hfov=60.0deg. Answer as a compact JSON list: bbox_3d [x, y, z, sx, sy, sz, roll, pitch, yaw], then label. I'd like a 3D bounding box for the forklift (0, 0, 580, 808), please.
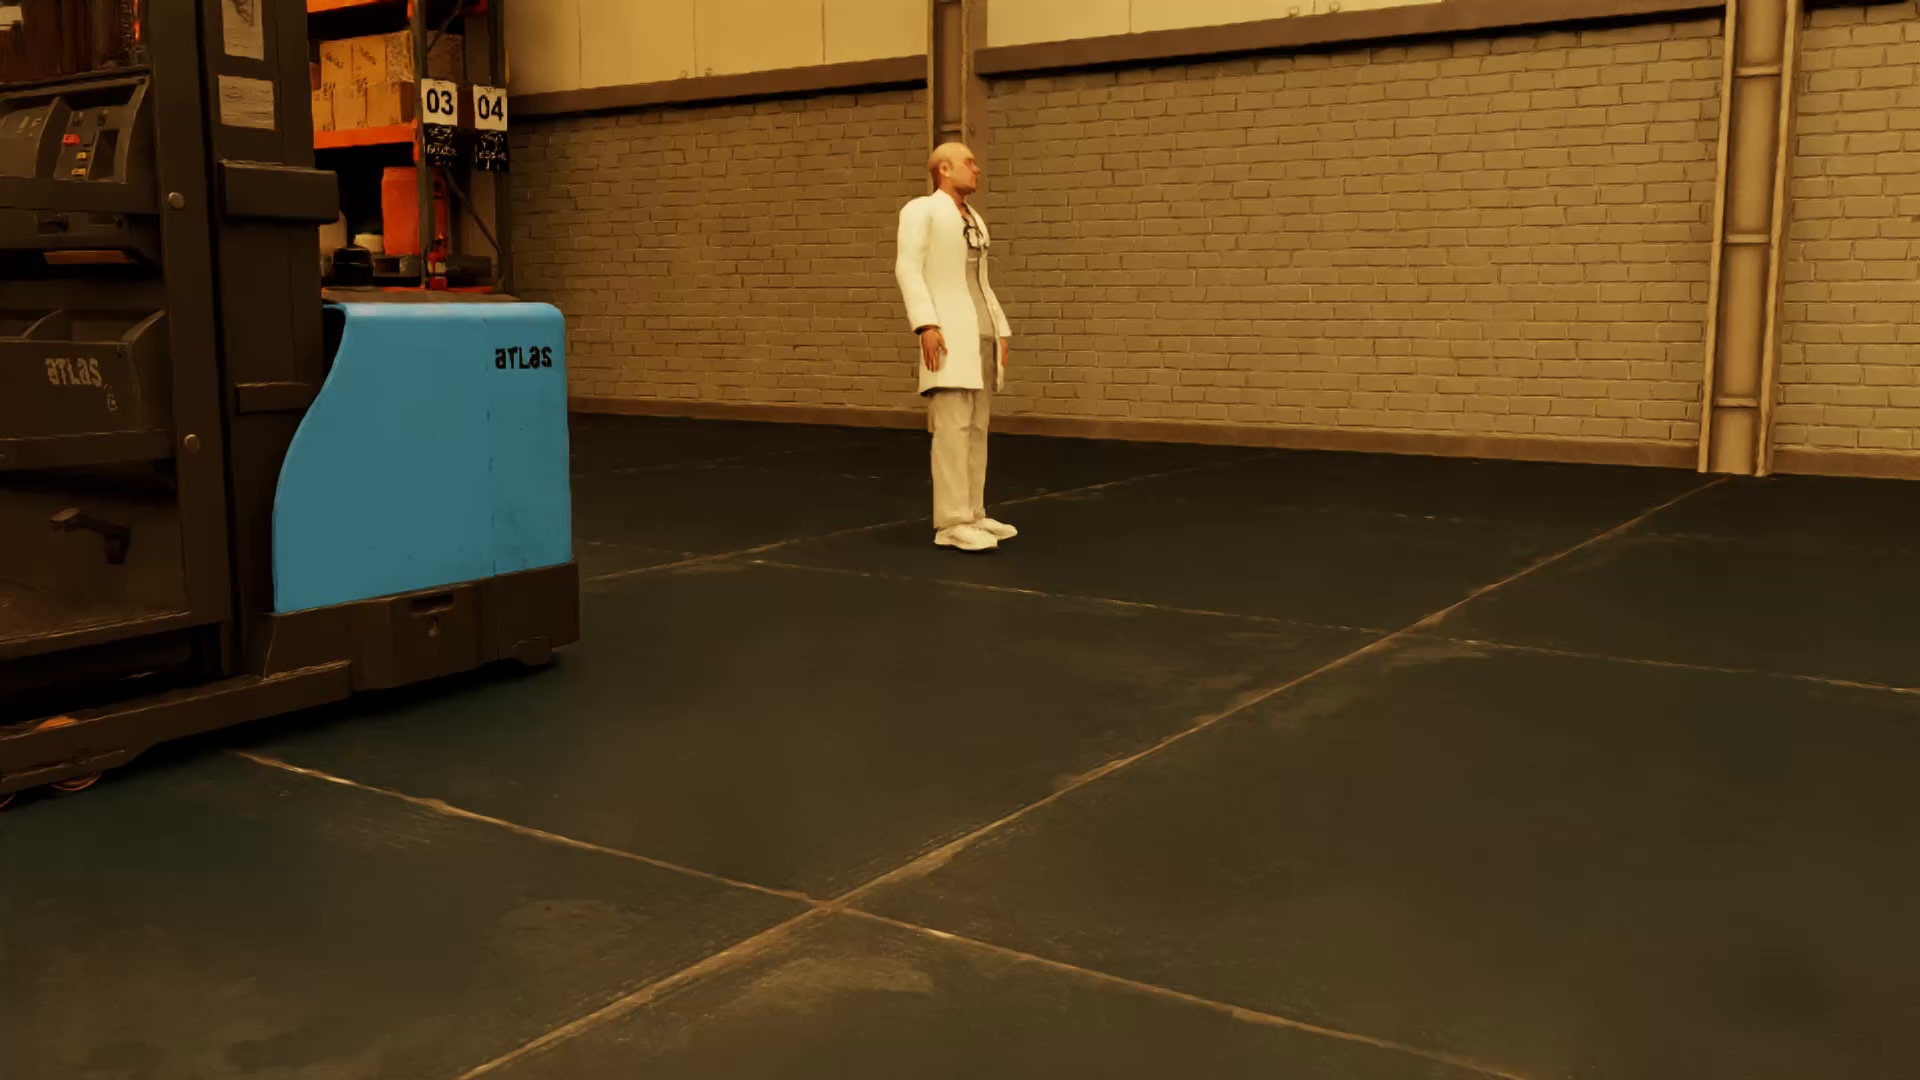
[{"bbox_3d":[-2.358,-0.945,3.841,1.130,2.935,3.031,5,10,32],"label":"forklift"}]

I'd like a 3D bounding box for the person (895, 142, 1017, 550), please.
[{"bbox_3d":[0.073,-0.879,7.423,0.579,1.776,0.694,5,10,34],"label":"person"}]
